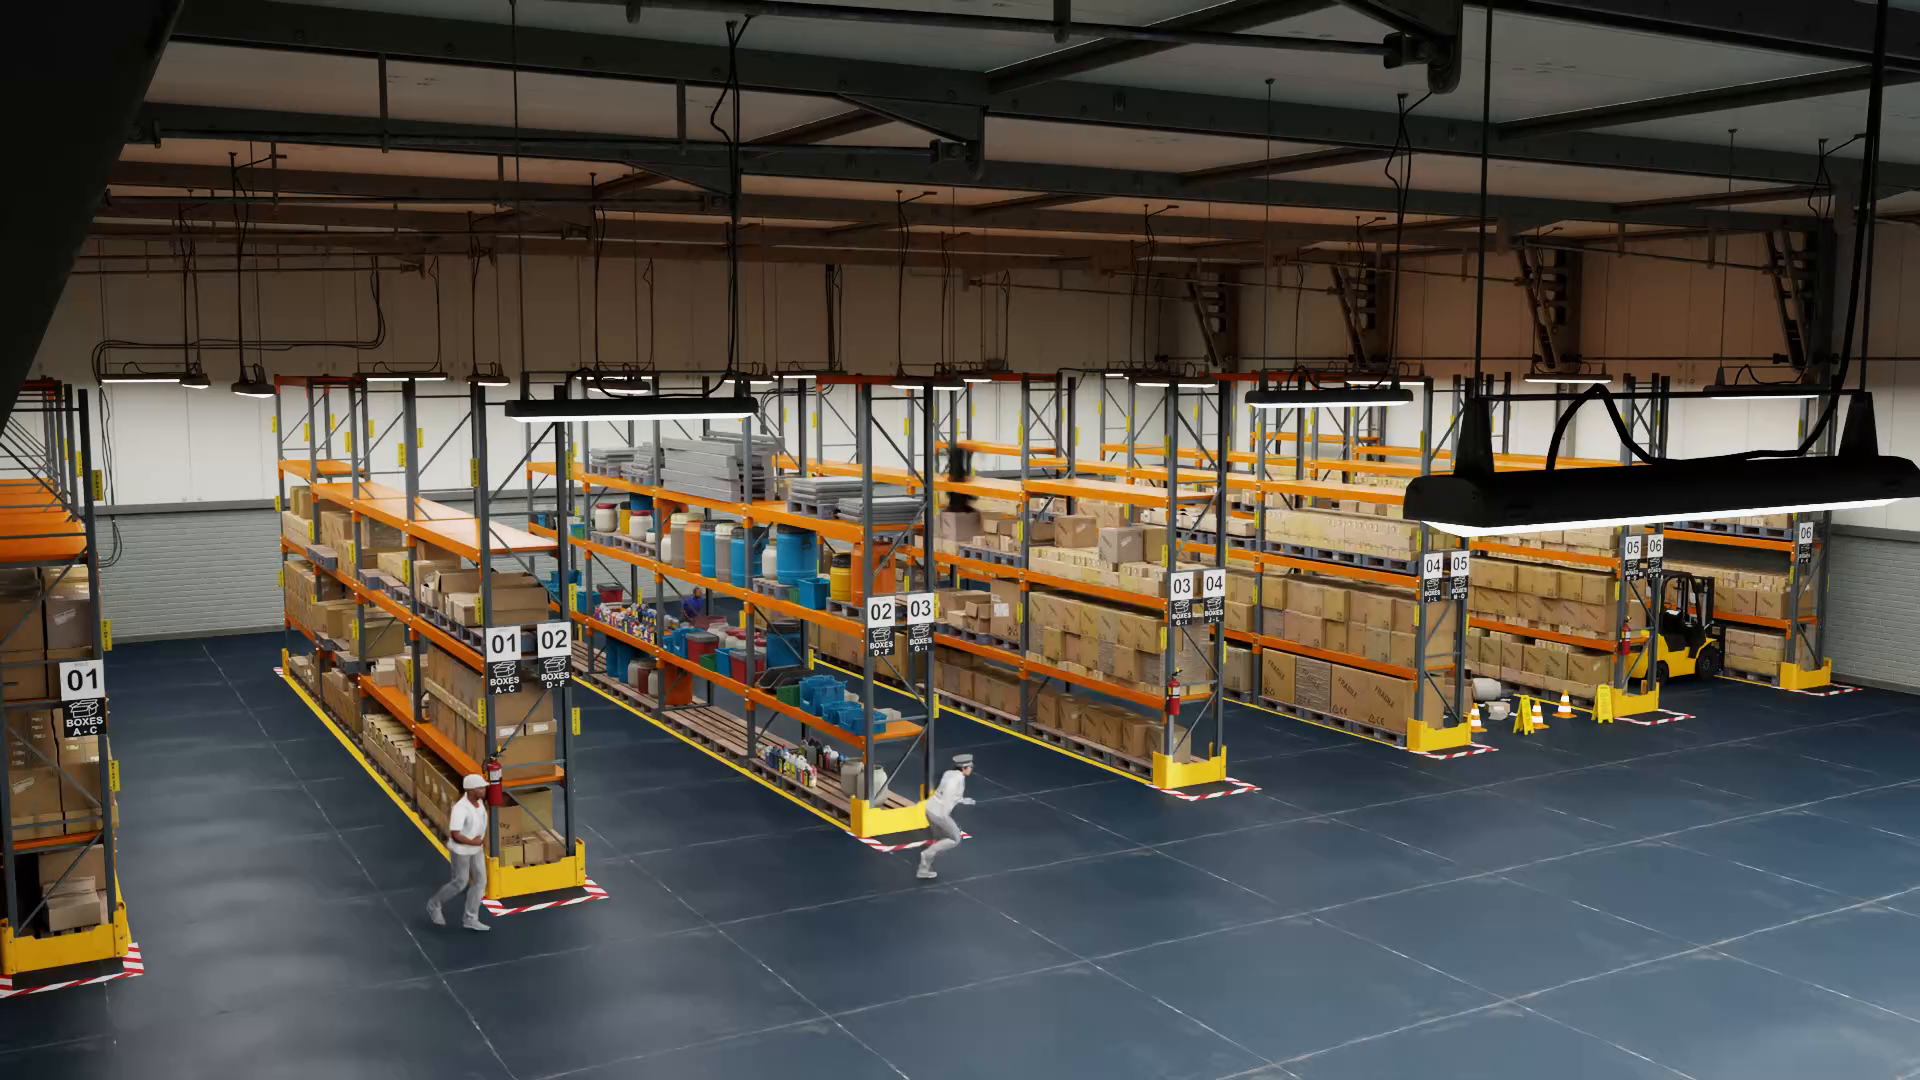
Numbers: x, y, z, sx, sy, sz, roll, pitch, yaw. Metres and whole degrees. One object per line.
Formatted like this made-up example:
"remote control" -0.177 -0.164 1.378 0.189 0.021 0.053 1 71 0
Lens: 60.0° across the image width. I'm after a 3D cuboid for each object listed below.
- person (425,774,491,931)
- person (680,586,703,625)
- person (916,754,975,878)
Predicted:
"person" -5.582 3.454 18.492 0.786 1.756 0.694 2 6 15
"person" -5.717 1.744 34.969 0.960 1.617 0.601 5 8 39
"person" -0.147 3.383 20.246 0.776 1.496 0.650 -2 7 -17
